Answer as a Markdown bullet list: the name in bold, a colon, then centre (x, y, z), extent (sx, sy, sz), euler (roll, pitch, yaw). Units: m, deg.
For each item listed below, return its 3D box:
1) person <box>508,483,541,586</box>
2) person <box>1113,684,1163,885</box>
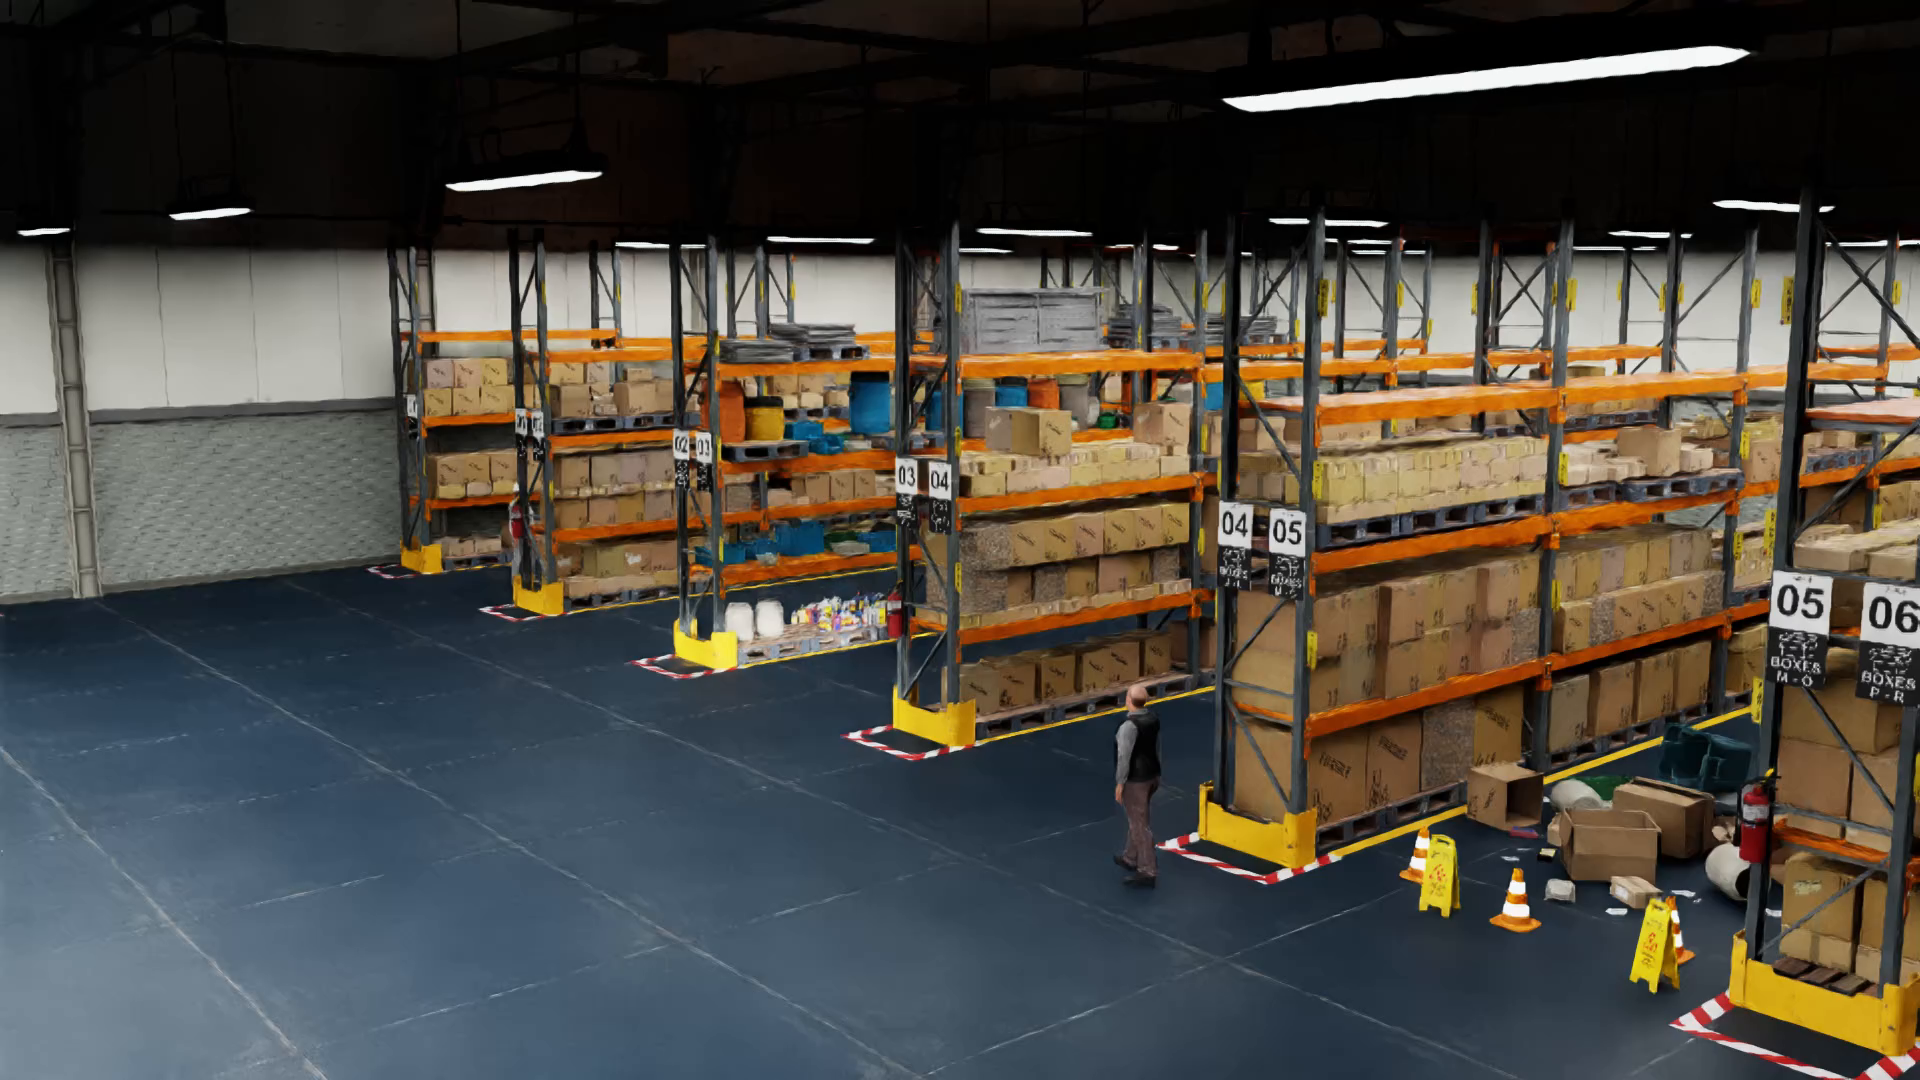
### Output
- **person**: centre (-7.481, -0.104, 28.544), extent (0.450, 1.776, 0.584), euler (3, 9, 19)
- **person**: centre (1.529, 2.104, 14.545), extent (0.619, 1.714, 0.641), euler (6, 11, 36)
